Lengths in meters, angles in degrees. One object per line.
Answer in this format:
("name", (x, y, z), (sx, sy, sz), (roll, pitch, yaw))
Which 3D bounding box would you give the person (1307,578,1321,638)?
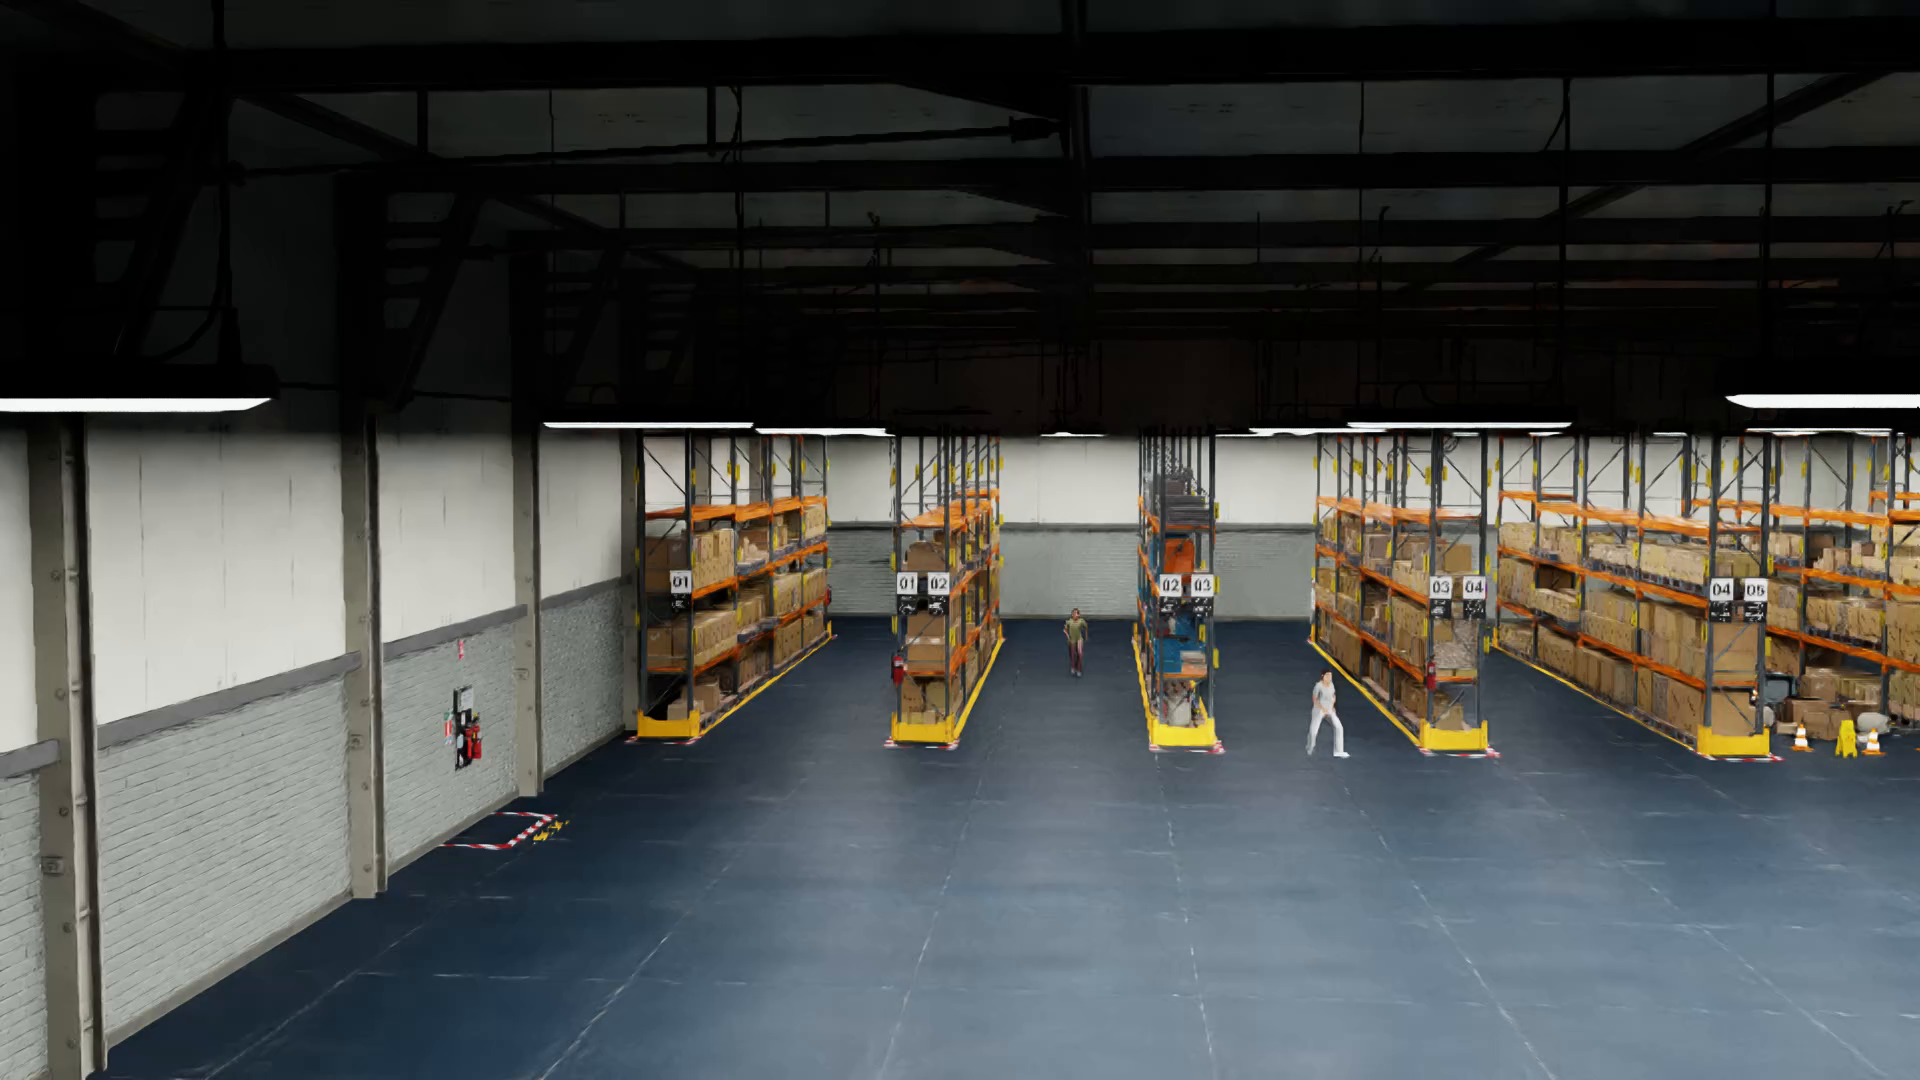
("person", (10.326, 1.937, 47.841), (0.571, 1.768, 0.576), (-2, 4, -31))

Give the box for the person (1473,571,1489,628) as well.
("person", (15.655, 1.802, 50.186), (0.595, 1.757, 0.595), (-3, 4, -39))

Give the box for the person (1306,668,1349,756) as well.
("person", (6.556, 3.089, 29.914), (0.588, 1.614, 0.774), (-1, 4, -16))

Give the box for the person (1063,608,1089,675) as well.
("person", (2.816, 2.455, 40.509), (0.603, 1.600, 0.799), (1, 4, 10))
